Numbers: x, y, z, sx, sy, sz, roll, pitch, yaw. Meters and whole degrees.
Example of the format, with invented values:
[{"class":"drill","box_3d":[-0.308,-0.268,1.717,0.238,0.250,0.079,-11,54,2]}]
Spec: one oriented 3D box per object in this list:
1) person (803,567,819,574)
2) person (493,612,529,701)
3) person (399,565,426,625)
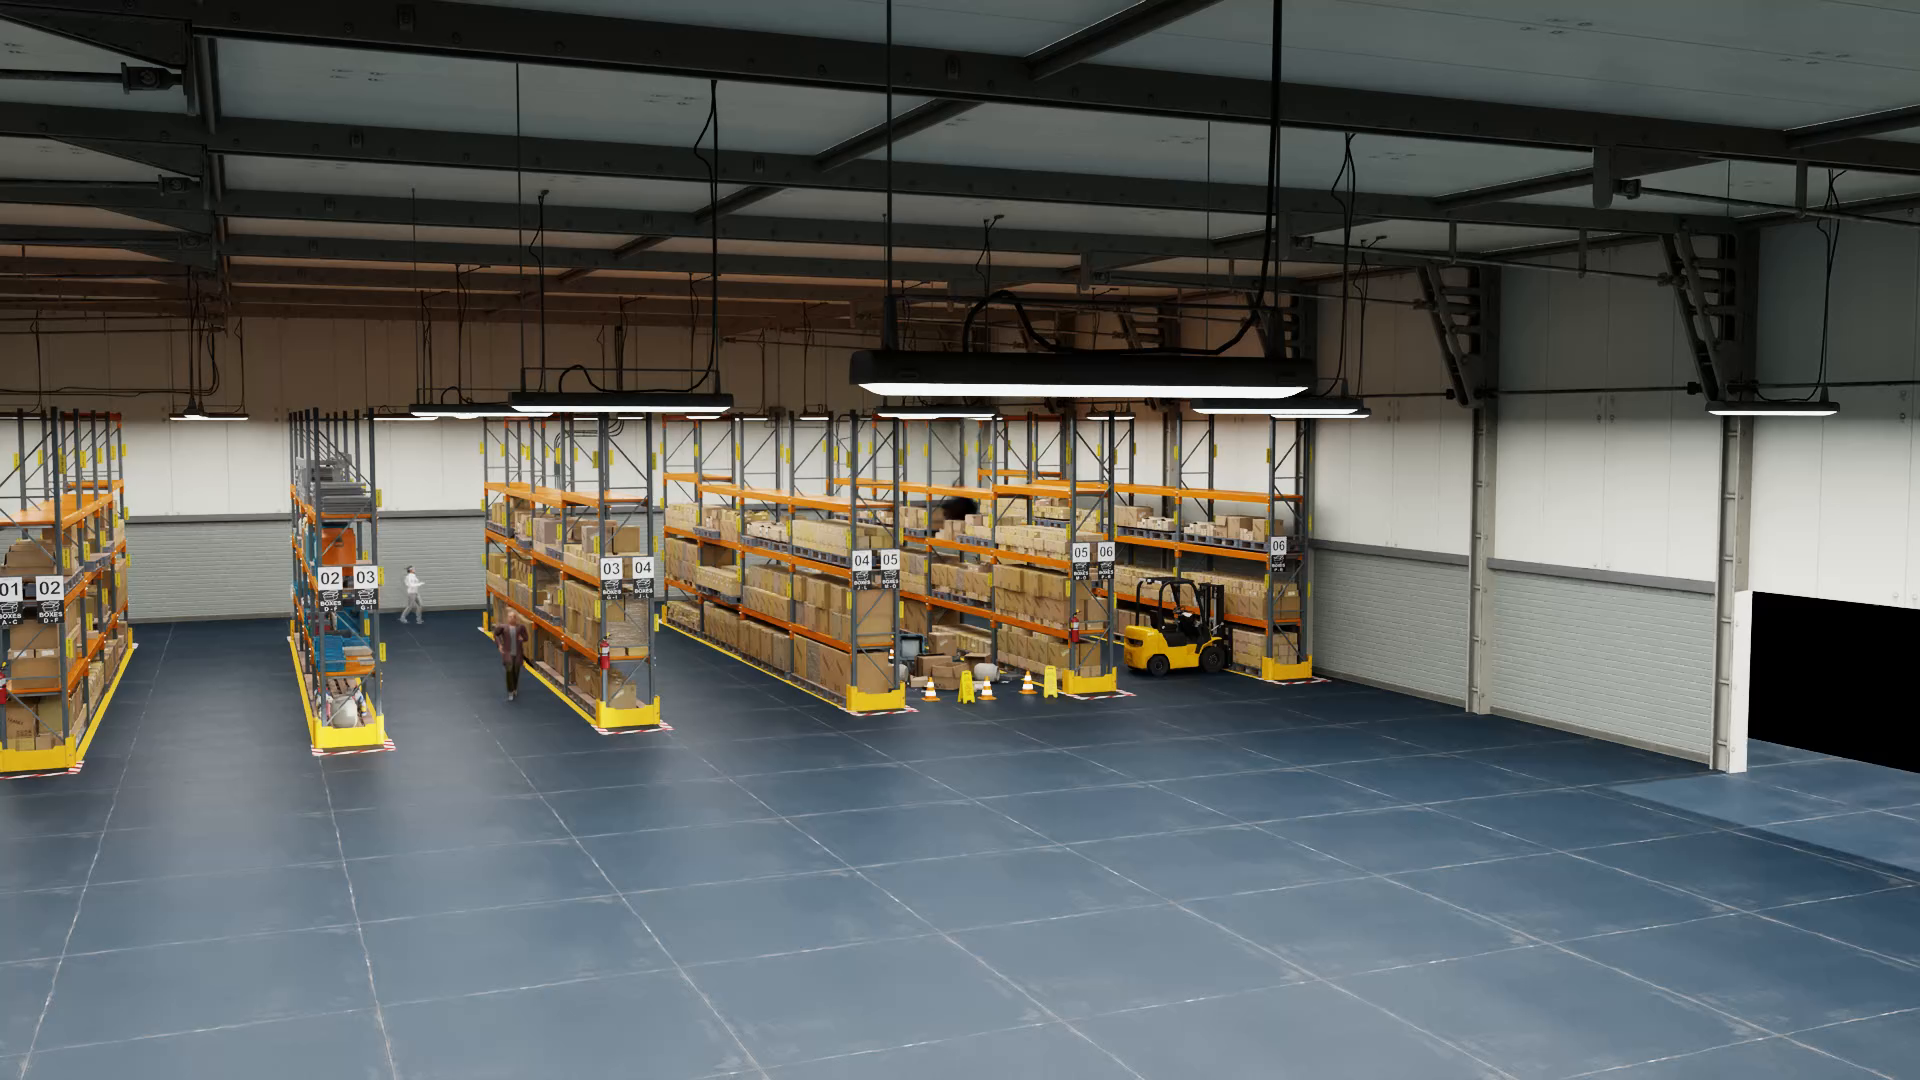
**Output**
[{"class":"person","box_3d":[-4.635,1.340,50.917,0.678,1.665,0.579,-1,4,-11]},{"class":"person","box_3d":[-9.320,2.410,34.623,0.683,1.839,0.800,-2,4,-26]},{"class":"person","box_3d":[-15.594,1.557,47.306,0.702,1.740,0.596,-1,4,-7]}]
